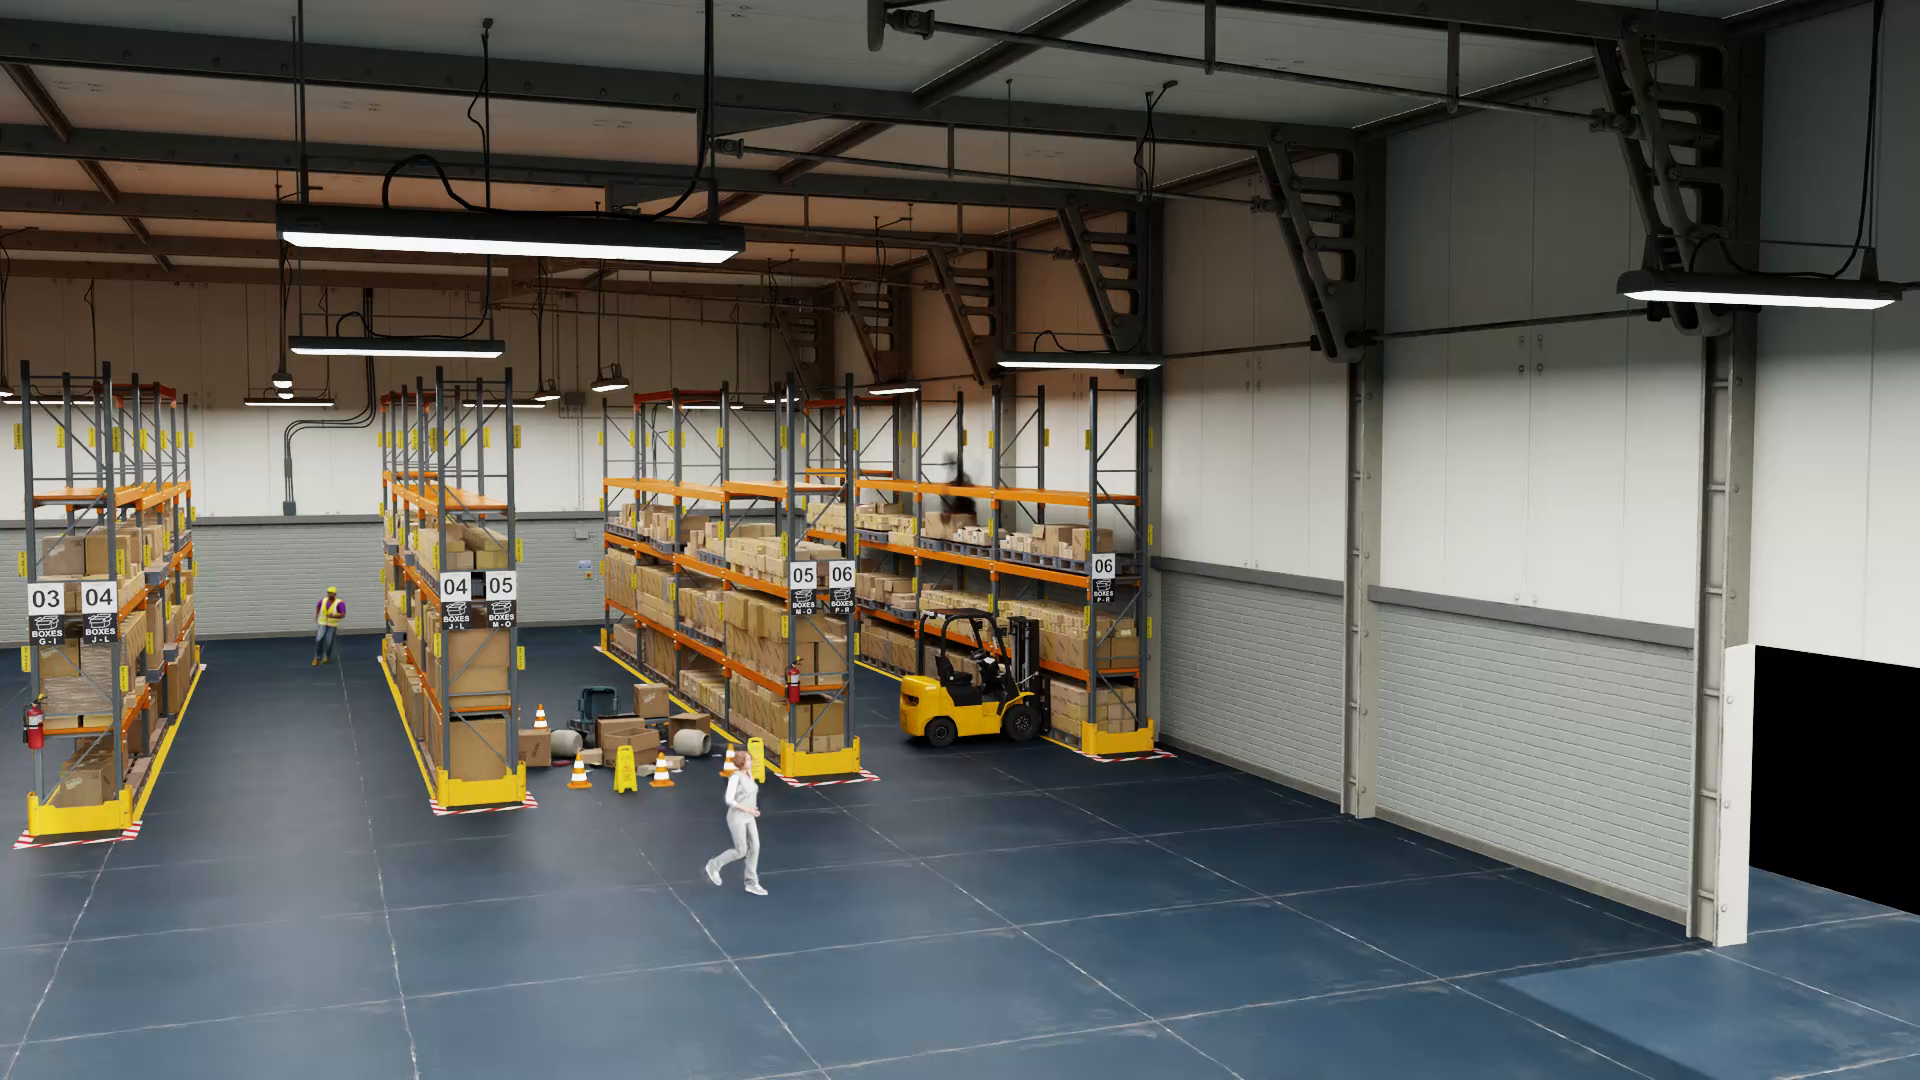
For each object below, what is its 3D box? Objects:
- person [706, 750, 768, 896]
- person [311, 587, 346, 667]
[{"bbox_3d":[-2.455,3.111,18.388,0.721,1.601,0.565,1,4,20],"label":"person"},{"bbox_3d":[-14.019,1.915,36.966,0.742,1.775,0.681,-1,3,-9],"label":"person"}]
